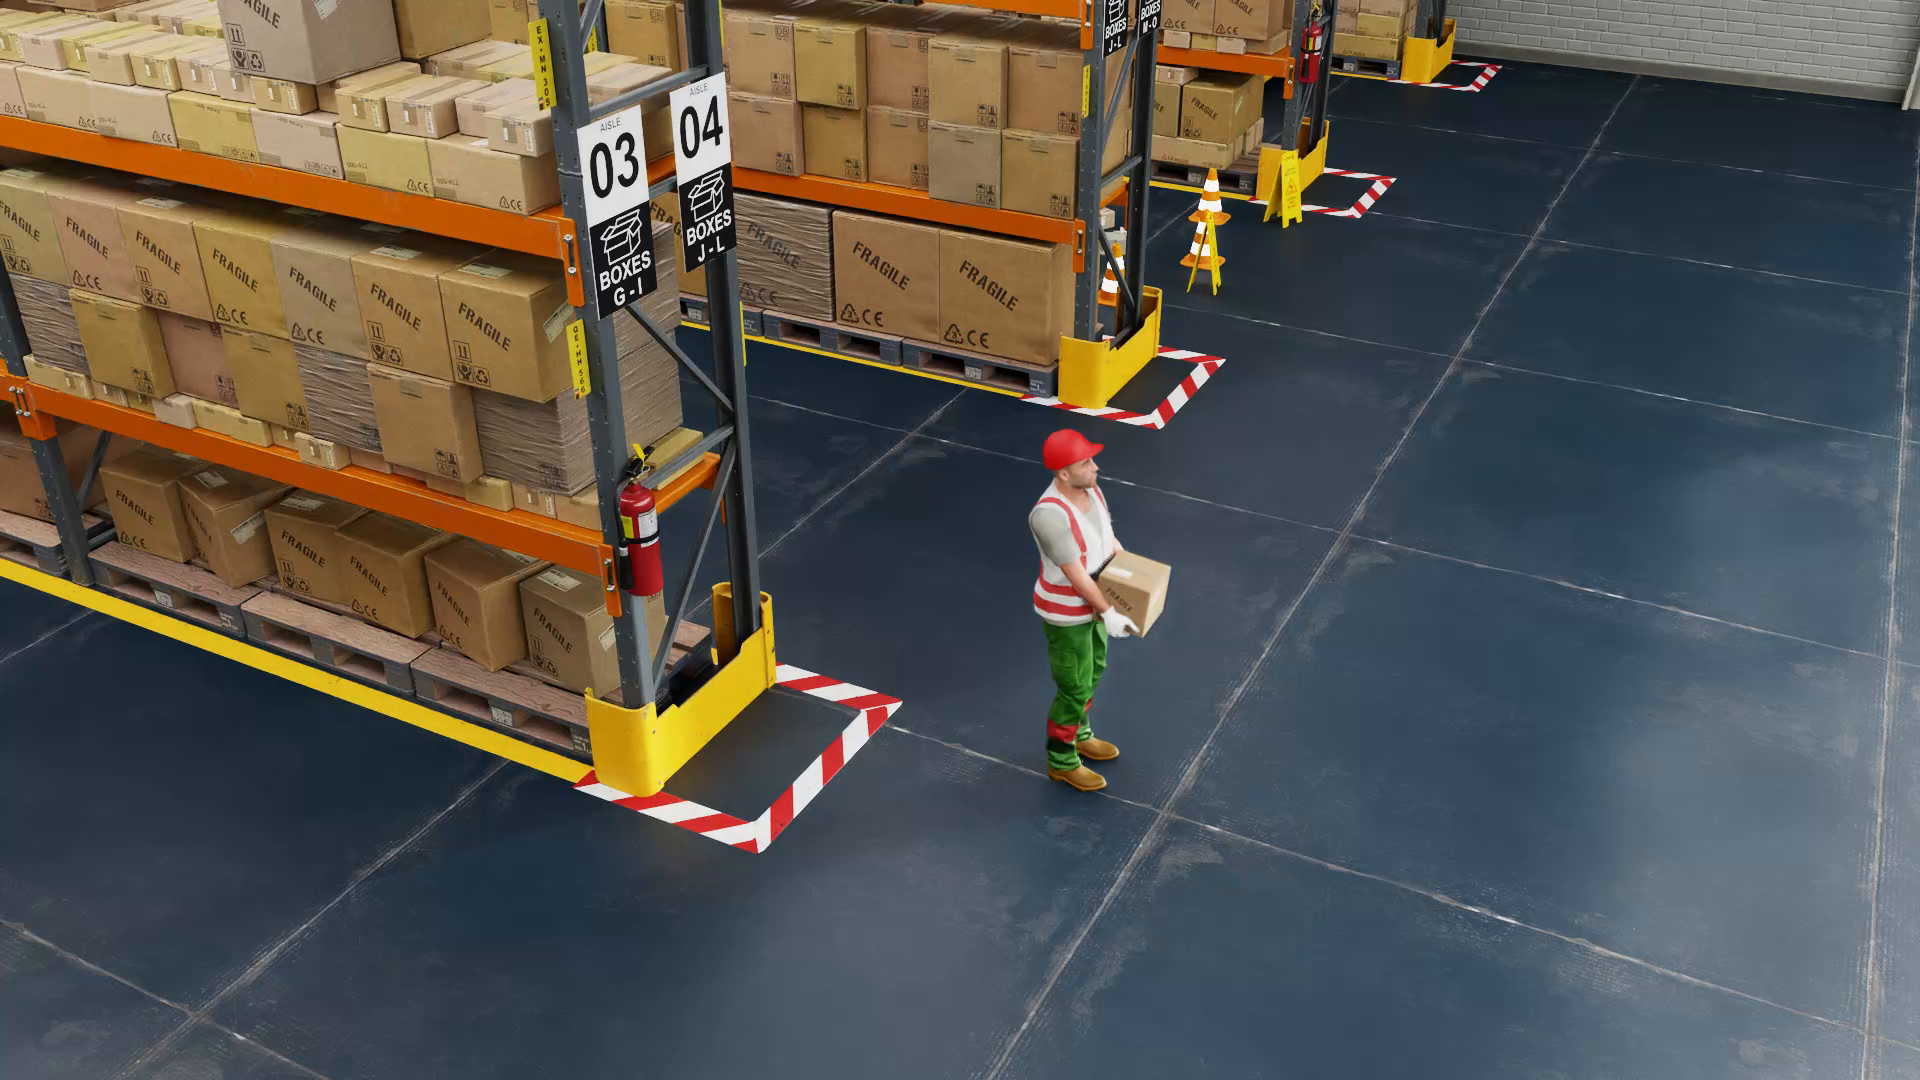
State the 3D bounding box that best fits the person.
[{"bbox_3d":[0.621,0.335,7.687,0.560,1.787,0.500,14,33,23],"label":"person"}]
